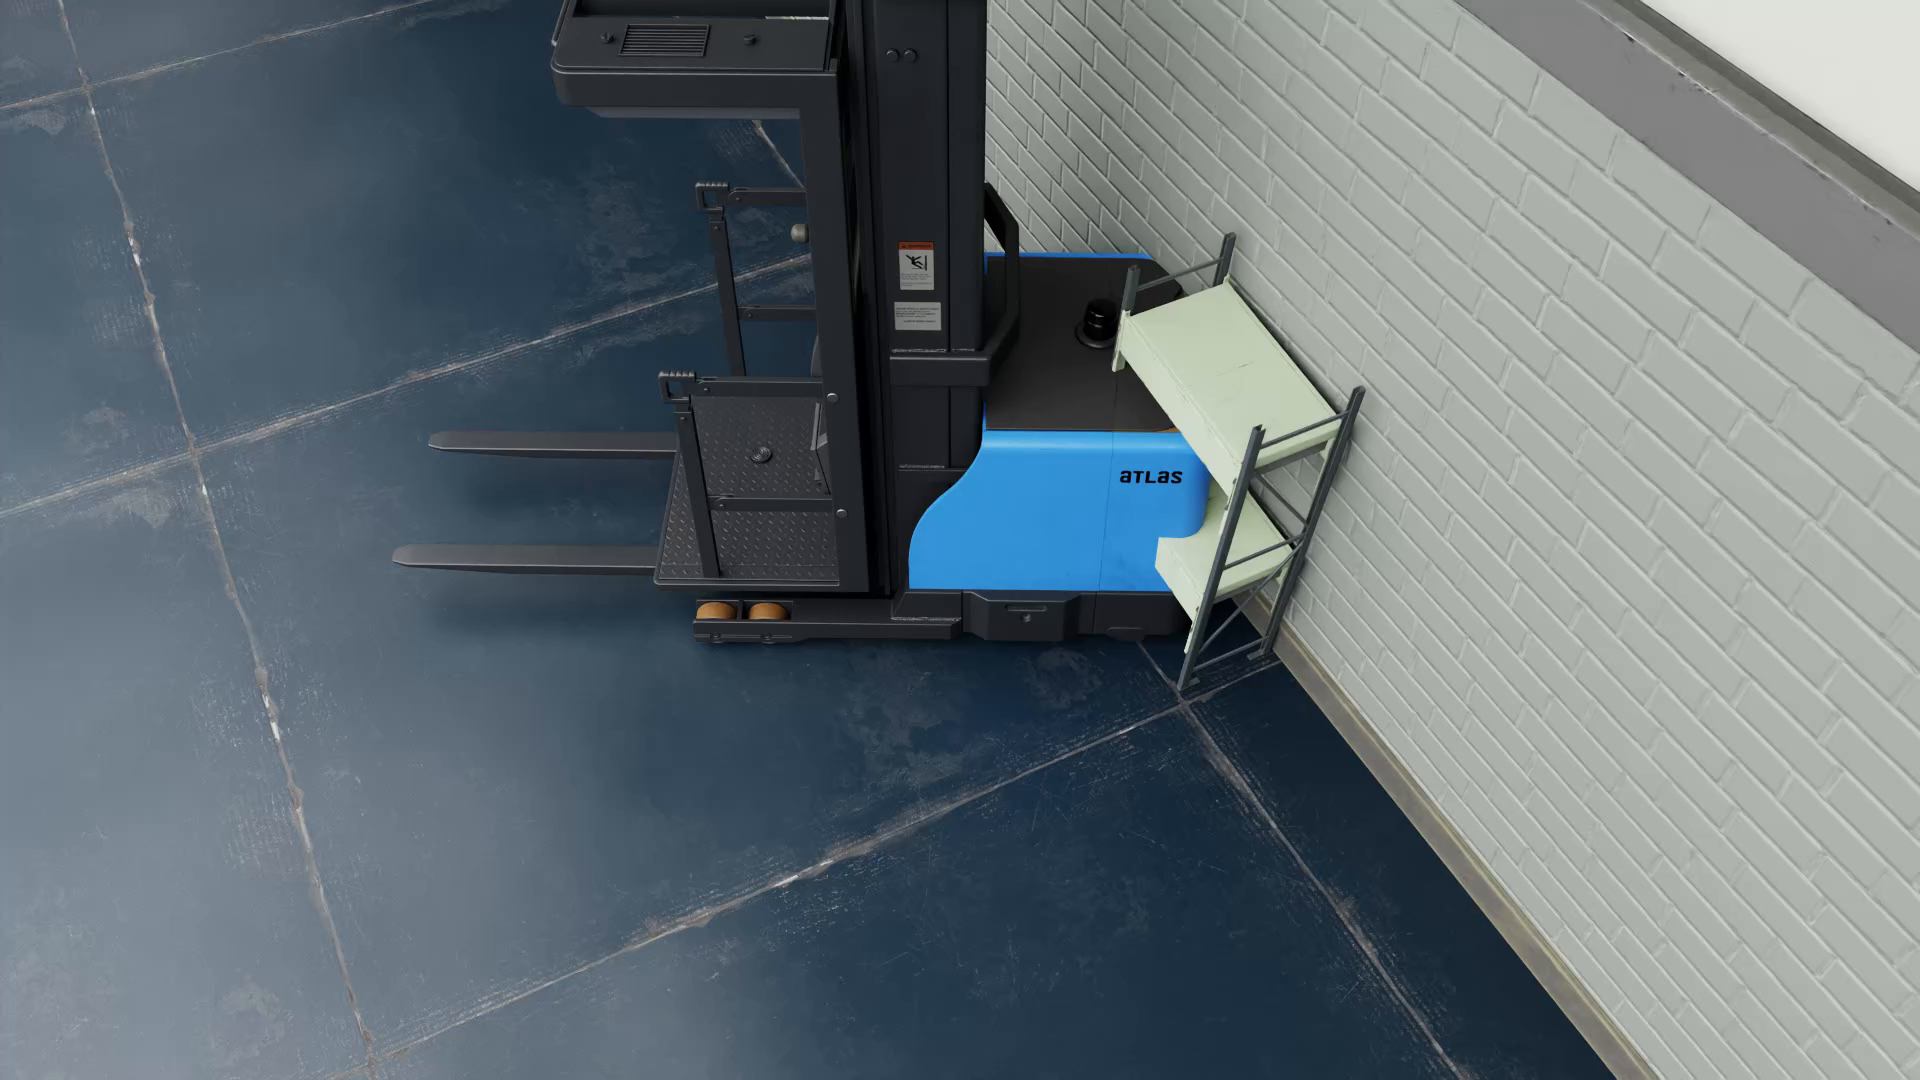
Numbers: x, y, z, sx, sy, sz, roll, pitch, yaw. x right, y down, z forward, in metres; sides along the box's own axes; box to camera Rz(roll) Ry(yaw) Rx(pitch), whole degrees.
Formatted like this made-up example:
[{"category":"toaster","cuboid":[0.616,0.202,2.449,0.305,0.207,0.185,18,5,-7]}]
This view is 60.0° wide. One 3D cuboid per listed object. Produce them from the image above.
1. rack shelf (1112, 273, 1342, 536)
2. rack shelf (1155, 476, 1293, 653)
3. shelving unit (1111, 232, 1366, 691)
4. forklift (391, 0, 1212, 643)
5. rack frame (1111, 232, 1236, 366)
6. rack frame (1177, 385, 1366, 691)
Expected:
[{"category":"rack shelf","cuboid":[0.871,-0.453,5.483,0.431,0.370,0.720,-21,58,-17]},{"category":"rack shelf","cuboid":[0.839,-0.033,6.062,0.431,0.370,0.720,-21,58,-17]},{"category":"shelving unit","cuboid":[0.853,-0.224,5.798,0.431,1.500,0.755,-21,58,-17]},{"category":"forklift","cuboid":[-0.630,-0.973,5.546,3.031,2.935,1.130,1,49,1]},{"category":"rack frame","cuboid":[0.687,-0.493,5.983,0.400,1.500,0.023,-21,58,-17]},{"category":"rack frame","cuboid":[1.020,0.044,5.613,0.400,1.500,0.023,-21,58,-17]}]
